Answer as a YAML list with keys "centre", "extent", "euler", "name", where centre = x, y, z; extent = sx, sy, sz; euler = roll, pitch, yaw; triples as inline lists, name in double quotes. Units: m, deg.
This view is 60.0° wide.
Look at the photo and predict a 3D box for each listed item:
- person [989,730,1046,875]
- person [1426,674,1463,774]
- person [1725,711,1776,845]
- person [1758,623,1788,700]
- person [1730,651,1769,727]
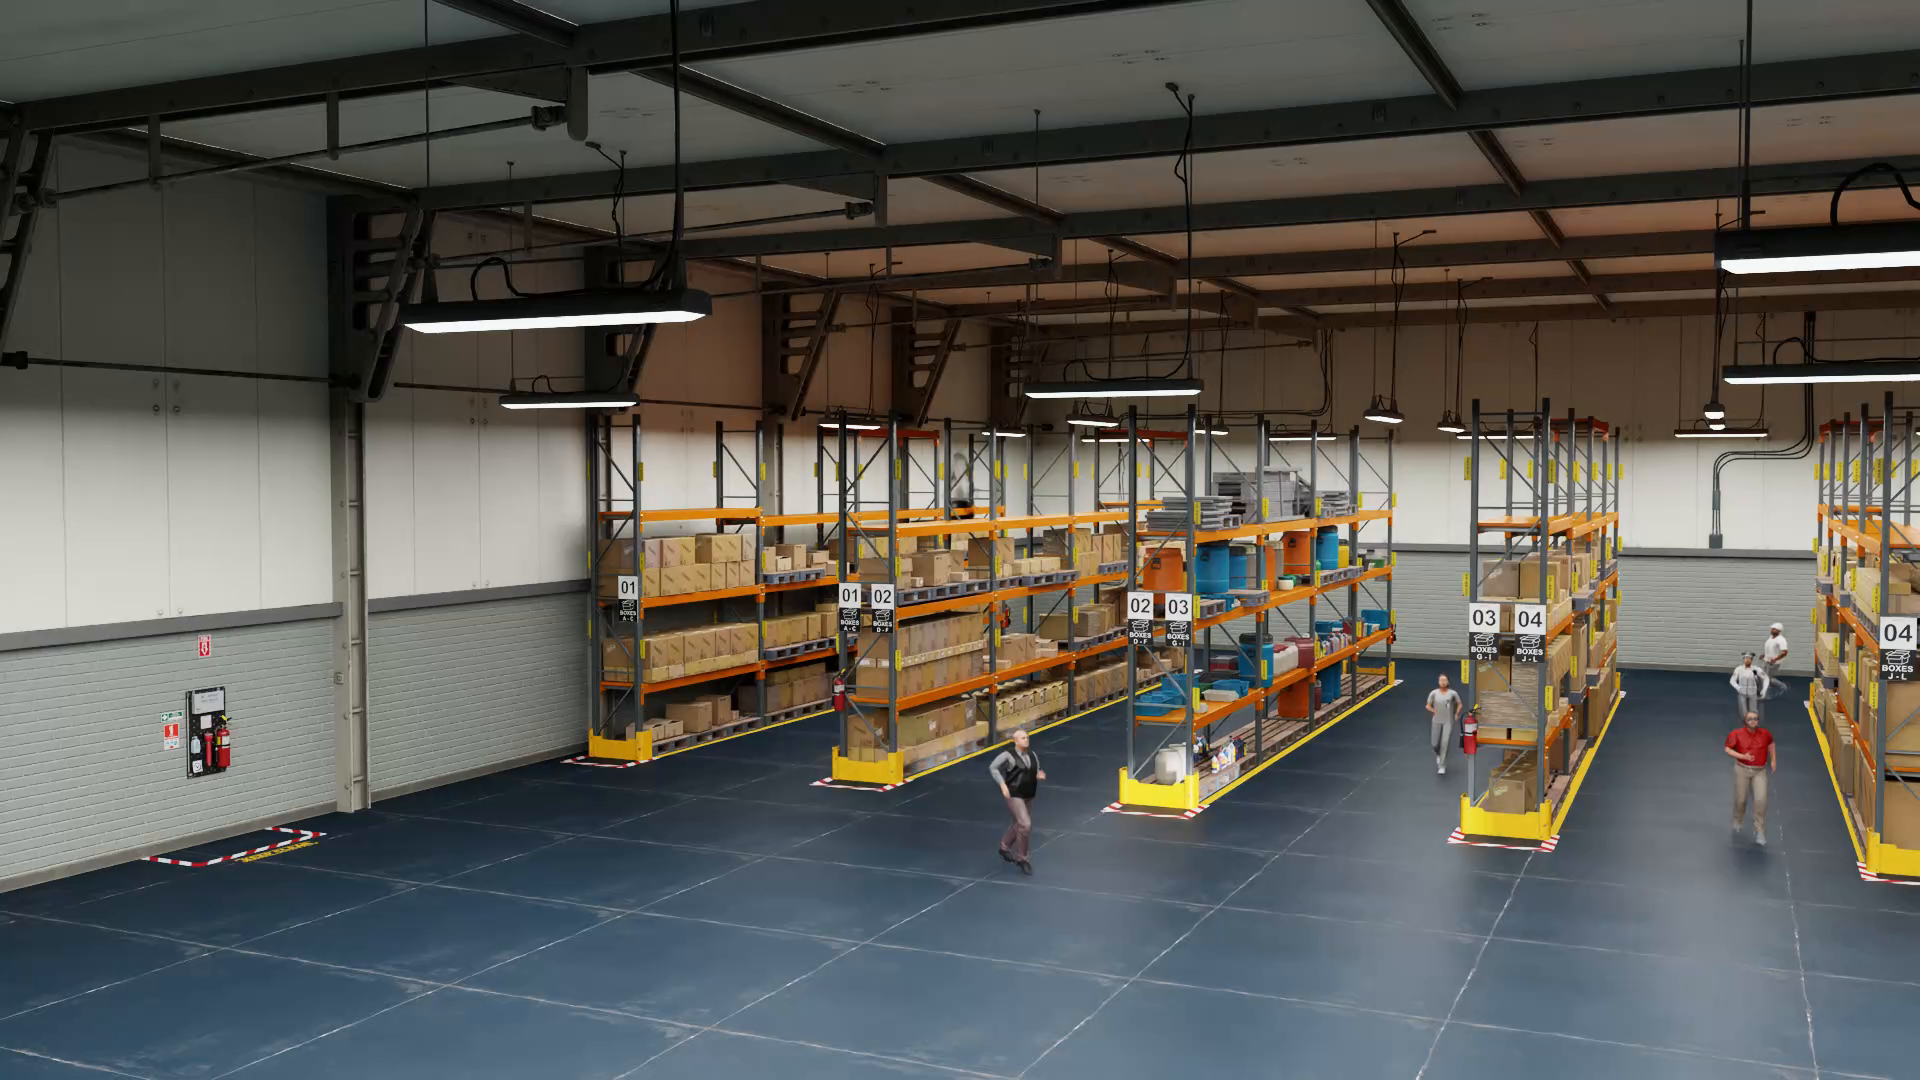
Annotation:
- centre: [0.748, 3.284, 20.944]
  extent: [0.641, 1.786, 0.794]
  euler: [-2, 3, -44]
  name: "person"
- centre: [8.066, 3.042, 27.713]
  extent: [0.574, 1.632, 0.788]
  euler: [1, 3, 22]
  name: "person"
- centre: [10.773, 3.217, 22.674]
  extent: [0.678, 1.803, 0.796]
  euler: [1, 2, 13]
  name: "person"
- centre: [17.788, 2.658, 36.279]
  extent: [0.610, 1.722, 0.760]
  euler: [0, 2, -3]
  name: "person"
- centre: [14.691, 2.887, 30.966]
  extent: [0.659, 1.646, 0.553]
  euler: [1, 3, 29]
  name: "person"
